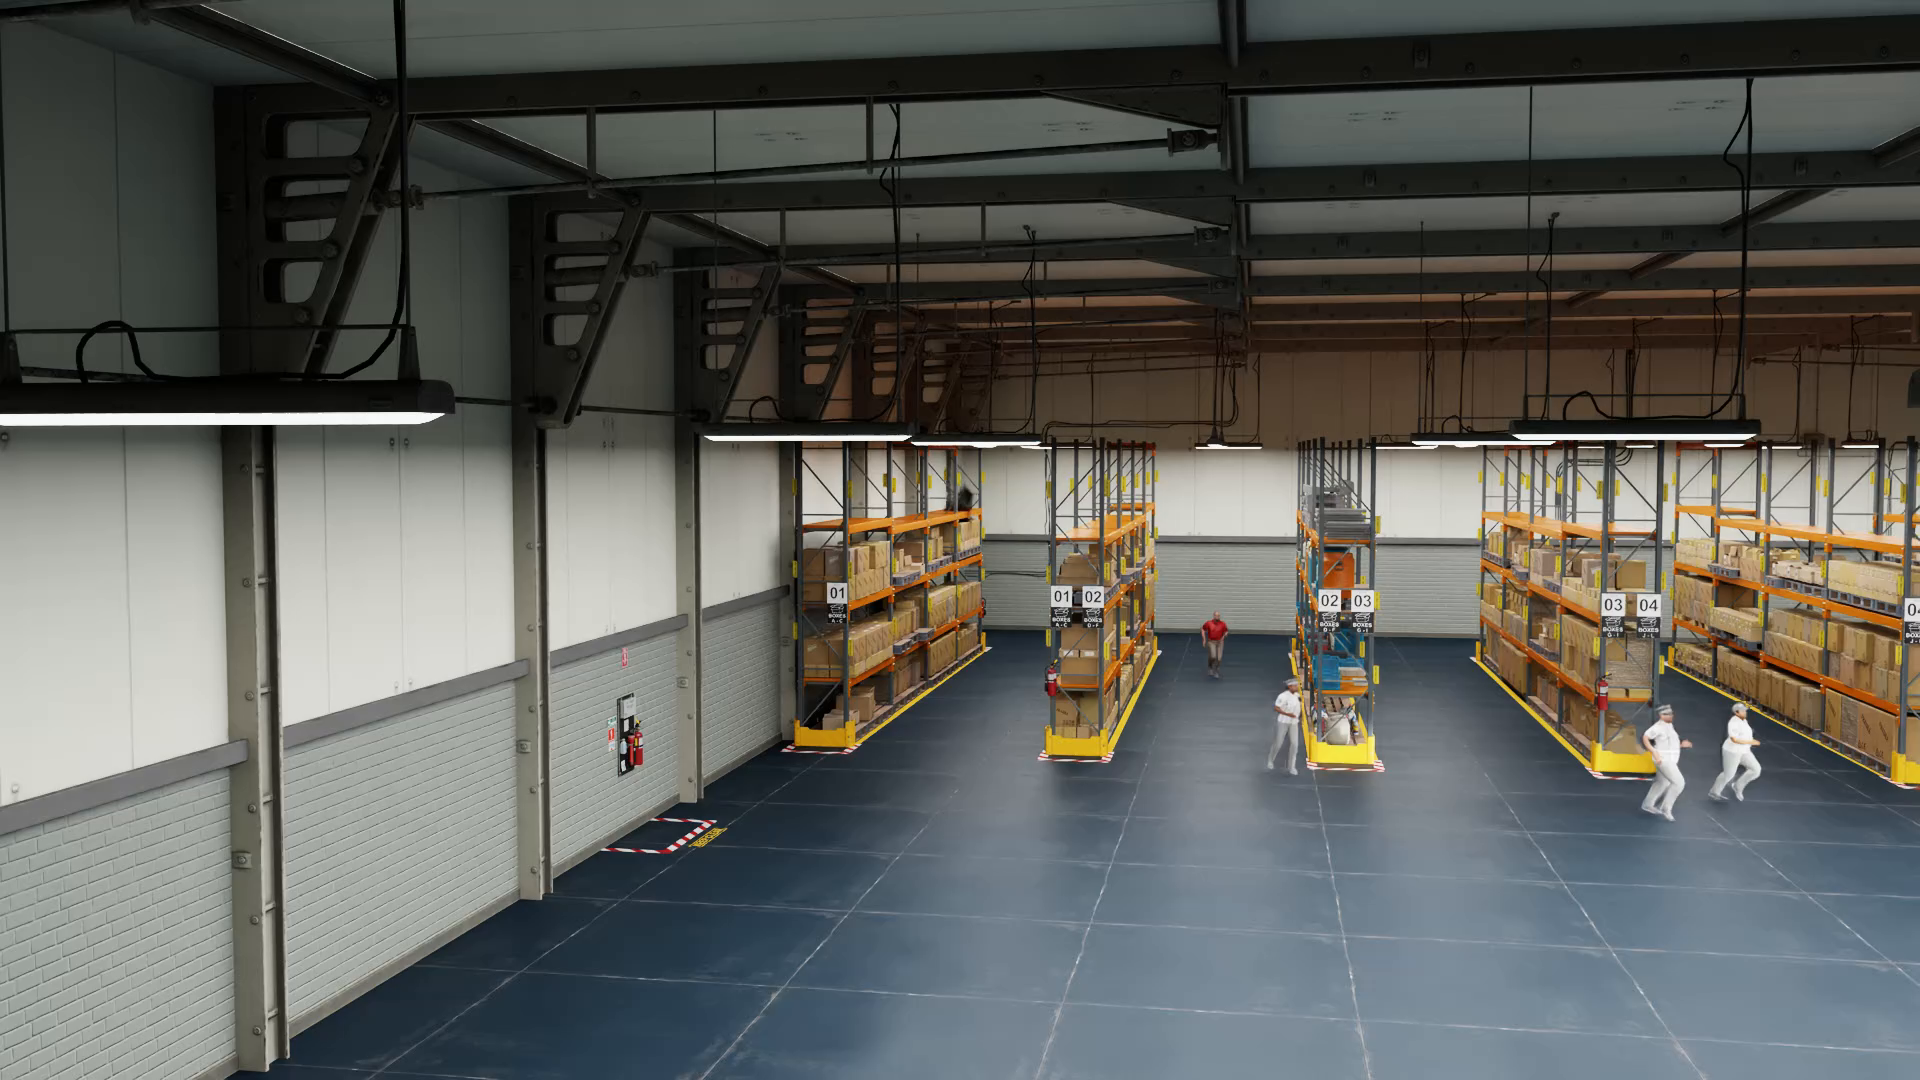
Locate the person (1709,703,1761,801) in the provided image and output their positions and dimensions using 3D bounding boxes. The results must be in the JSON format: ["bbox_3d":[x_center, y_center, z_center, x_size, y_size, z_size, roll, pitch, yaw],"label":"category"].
[{"bbox_3d":[12.680,3.452,27.098,0.617,1.621,0.811,-2,4,-36],"label":"person"}]

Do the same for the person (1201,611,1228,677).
[{"bbox_3d":[6.472,2.642,42.074,0.637,1.687,0.743,0,3,-6],"label":"person"}]

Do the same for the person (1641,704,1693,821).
[{"bbox_3d":[11.024,3.473,25.955,0.745,1.833,0.637,2,4,32],"label":"person"}]

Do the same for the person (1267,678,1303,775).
[{"bbox_3d":[5.891,3.282,29.667,0.657,1.656,0.827,-1,3,-14],"label":"person"}]
